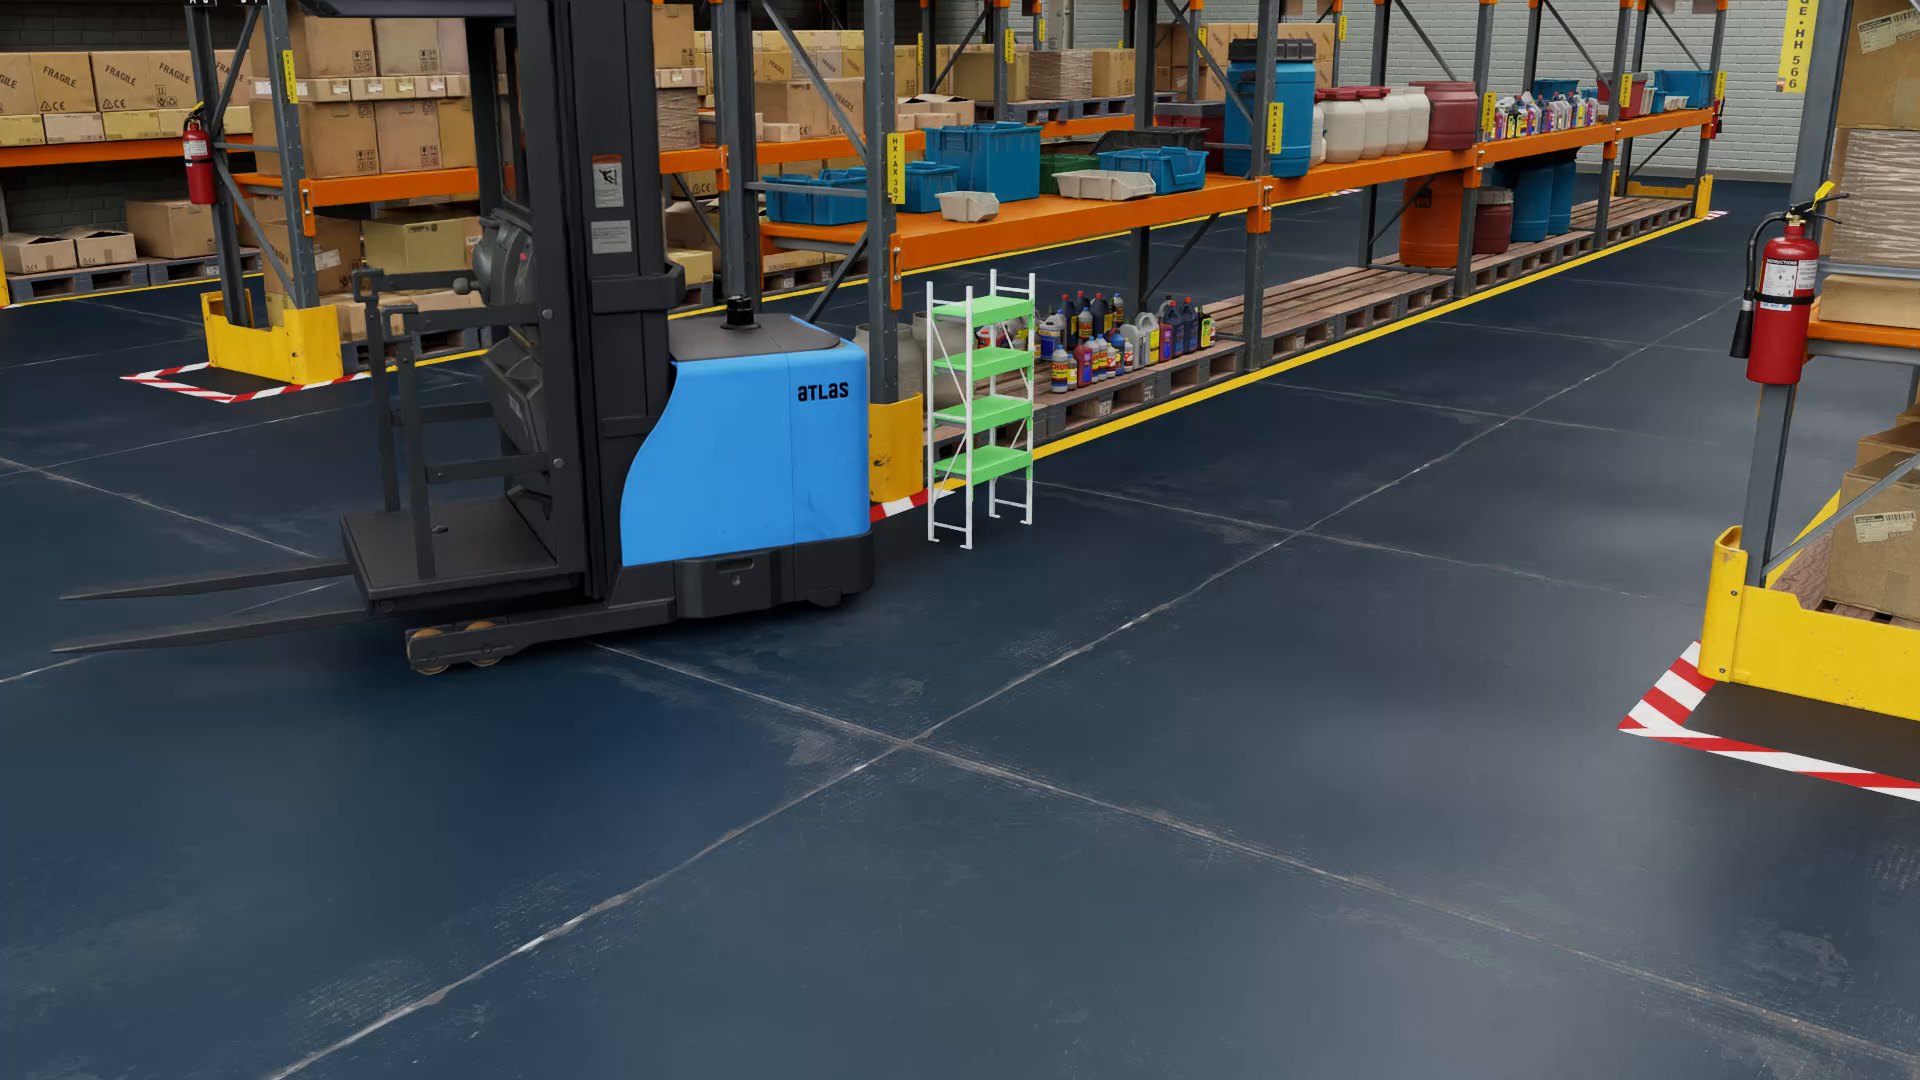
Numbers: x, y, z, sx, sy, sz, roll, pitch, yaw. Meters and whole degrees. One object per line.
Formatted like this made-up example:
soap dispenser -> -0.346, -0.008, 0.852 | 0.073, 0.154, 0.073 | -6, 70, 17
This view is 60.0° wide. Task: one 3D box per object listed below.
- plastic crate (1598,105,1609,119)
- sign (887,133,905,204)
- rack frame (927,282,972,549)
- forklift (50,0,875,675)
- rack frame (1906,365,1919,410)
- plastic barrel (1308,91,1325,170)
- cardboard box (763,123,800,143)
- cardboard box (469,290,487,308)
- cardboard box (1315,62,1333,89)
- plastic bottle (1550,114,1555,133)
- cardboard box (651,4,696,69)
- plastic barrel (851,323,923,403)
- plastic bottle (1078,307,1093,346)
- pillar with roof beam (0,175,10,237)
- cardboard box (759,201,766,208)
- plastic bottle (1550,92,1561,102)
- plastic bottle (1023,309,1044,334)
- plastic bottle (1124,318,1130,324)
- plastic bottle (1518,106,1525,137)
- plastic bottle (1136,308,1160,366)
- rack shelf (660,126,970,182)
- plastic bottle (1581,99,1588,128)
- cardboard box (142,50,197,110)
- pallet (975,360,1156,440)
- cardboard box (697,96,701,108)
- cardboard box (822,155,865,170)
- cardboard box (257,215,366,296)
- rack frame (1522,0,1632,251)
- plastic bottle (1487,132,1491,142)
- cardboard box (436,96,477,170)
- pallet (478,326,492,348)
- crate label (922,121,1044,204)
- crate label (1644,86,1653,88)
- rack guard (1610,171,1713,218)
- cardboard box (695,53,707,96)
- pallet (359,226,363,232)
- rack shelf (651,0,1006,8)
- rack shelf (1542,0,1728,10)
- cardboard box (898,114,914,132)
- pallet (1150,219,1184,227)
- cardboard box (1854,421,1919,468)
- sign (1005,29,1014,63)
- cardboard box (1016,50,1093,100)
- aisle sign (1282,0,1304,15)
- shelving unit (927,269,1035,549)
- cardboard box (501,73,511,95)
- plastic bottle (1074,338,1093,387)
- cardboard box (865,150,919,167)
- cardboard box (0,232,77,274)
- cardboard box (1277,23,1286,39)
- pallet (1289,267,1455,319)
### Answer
plastic crate -> 6.799, -4.576, 17.766 | 0.396, 0.136, 0.243 | 12, 21, 35
sign -> -0.303, -1.764, 7.899 | 0.100, 0.325, 0.005 | 12, 21, 35
rack frame -> -0.047, -0.554, 7.506 | 0.240, 1.200, 0.015 | 12, 21, 35
forklift -> -1.915, -1.081, 6.282 | 3.031, 2.935, 1.130 | -8, 19, -24
rack frame -> 5.618, -1.807, 8.506 | 1.000, 3.000, 0.127 | 12, 21, 35
plastic barrel -> 2.387, -2.937, 11.913 | 0.433, 0.535, 0.433 | 0, 17, 0
cardboard box -> -1.643, -3.614, 14.746 | 0.380, 0.149, 0.250 | 12, 21, 35
cardboard box -> -3.627, -1.821, 12.477 | 0.500, 0.250, 0.500 | 12, 21, 35
cardboard box -> 4.767, -6.310, 22.836 | 0.500, 0.500, 0.500 | 13, 22, 36
plastic bottle -> 5.648, -4.015, 15.951 | 0.097, 0.201, 0.097 | 0, 17, 0
cardboard box -> -2.595, -4.119, 13.595 | 0.700, 0.500, 0.500 | 13, 21, 35
plastic barrel -> -0.412, -0.913, 9.111 | 0.421, 0.512, 0.421 | 0, 17, 0
plastic bottle -> 0.837, -1.415, 11.101 | 0.097, 0.271, 0.097 | 0, 17, 0
pillar with roof beam -> -5.519, -5.904, 11.584 | 9.100, 9.000, 0.400 | 12, 21, 35
cardboard box -> -1.586, -2.887, 14.964 | 0.500, 0.311, 0.500 | 12, 21, 34
plastic bottle -> 5.897, -4.269, 16.517 | 0.144, 0.351, 0.185 | 12, 21, 35
plastic bottle -> 0.461, -1.363, 10.798 | 0.144, 0.351, 0.185 | 12, 21, 34
plastic bottle -> 1.084, -1.281, 10.648 | 0.061, 0.283, 0.133 | 12, 21, 35
plastic bottle -> 5.125, -3.840, 15.267 | 0.097, 0.271, 0.097 | 0, 17, 0
plastic bottle -> 1.182, -1.301, 10.599 | 0.144, 0.351, 0.185 | 12, 21, 34
rack shelf -> -1.144, -3.692, 15.787 | 1.077, 0.370, 4.000 | 12, 21, 35
plastic bottle -> 6.214, -4.291, 16.712 | 0.152, 0.276, 0.135 | 12, 21, 35
cardboard box -> -7.260, -4.200, 15.166 | 0.500, 0.500, 0.500 | 13, 22, 36
pallet -> 0.481, -0.906, 10.307 | 1.003, 0.211, 1.213 | 12, 21, 35
cardboard box -> -3.393, -5.372, 20.373 | 0.380, 0.149, 0.250 | 13, 21, 35
cardboard box -> -1.832, -5.335, 22.782 | 0.750, 0.750, 0.750 | 13, 21, 35
cardboard box -> -4.638, -2.032, 11.893 | 0.500, 0.500, 0.500 | 12, 21, 35
rack frame -> 6.407, -4.588, 17.460 | 1.000, 3.000, 0.127 | 12, 21, 35
plastic bottle -> 4.632, -3.643, 14.633 | 0.097, 0.271, 0.097 | 0, 17, 0
cardboard box -> -3.821, -3.006, 12.197 | 0.700, 0.500, 0.500 | 13, 21, 35
pallet -> -3.569, -1.753, 13.034 | 1.003, 0.211, 1.213 | 12, 21, 35
crate label -> 0.137, -2.233, 9.817 | 0.502, 0.435, 0.616 | 12, 21, 35
crate label -> 8.379, -5.489, 20.542 | 0.416, 0.233, 0.303 | 12, 21, 35
rack guard -> 8.795, -4.355, 20.925 | 1.175, 0.500, 0.348 | 12, 21, 35
cardboard box -> -3.437, -5.656, 20.195 | 0.500, 0.500, 0.500 | 13, 22, 36
pallet -> -5.853, -3.287, 17.973 | 1.003, 0.211, 1.213 | 12, 21, 35
rack shelf -> -1.144, -5.124, 15.342 | 1.077, 0.370, 4.000 | 12, 21, 35
rack shelf -> 7.599, -6.153, 18.656 | 1.077, 0.370, 4.000 | 12, 21, 35
cardboard box -> -0.667, -4.078, 16.241 | 0.380, 0.149, 0.250 | 14, 22, 39
pallet -> 1.977, -3.932, 20.050 | 1.003, 0.211, 1.213 | 12, 21, 35
cardboard box -> 3.949, -0.156, 6.694 | 0.500, 0.500, 0.500 | -13, 22, -36
sign -> 0.496, -4.967, 16.729 | 0.100, 0.325, 0.005 | 12, 21, 35
cardboard box -> 1.031, -5.114, 18.277 | 0.500, 0.500, 0.700 | -15, 23, -40
aisle sign -> 4.620, -7.727, 23.184 | 0.394, 0.787, 0.004 | 12, 21, 35
shelving unit -> 0.099, -0.612, 7.693 | 0.258, 1.200, 0.503 | 12, 21, 35
cardboard box -> -3.395, -3.385, 12.324 | 0.380, 0.149, 0.250 | 13, 21, 35
plastic bottle -> 0.737, -1.070, 9.971 | 0.061, 0.283, 0.133 | 13, 21, 36
cardboard box -> -1.021, -5.505, 23.921 | 0.700, 0.500, 0.500 | 13, 21, 35
cardboard box -> -8.215, -2.555, 14.707 | 0.500, 0.311, 0.500 | 10, 20, 29
cardboard box -> 3.859, -6.420, 21.507 | 0.500, 0.500, 0.500 | 13, 22, 36
pallet -> 3.531, -2.126, 14.234 | 1.003, 0.211, 1.213 | 12, 21, 35
